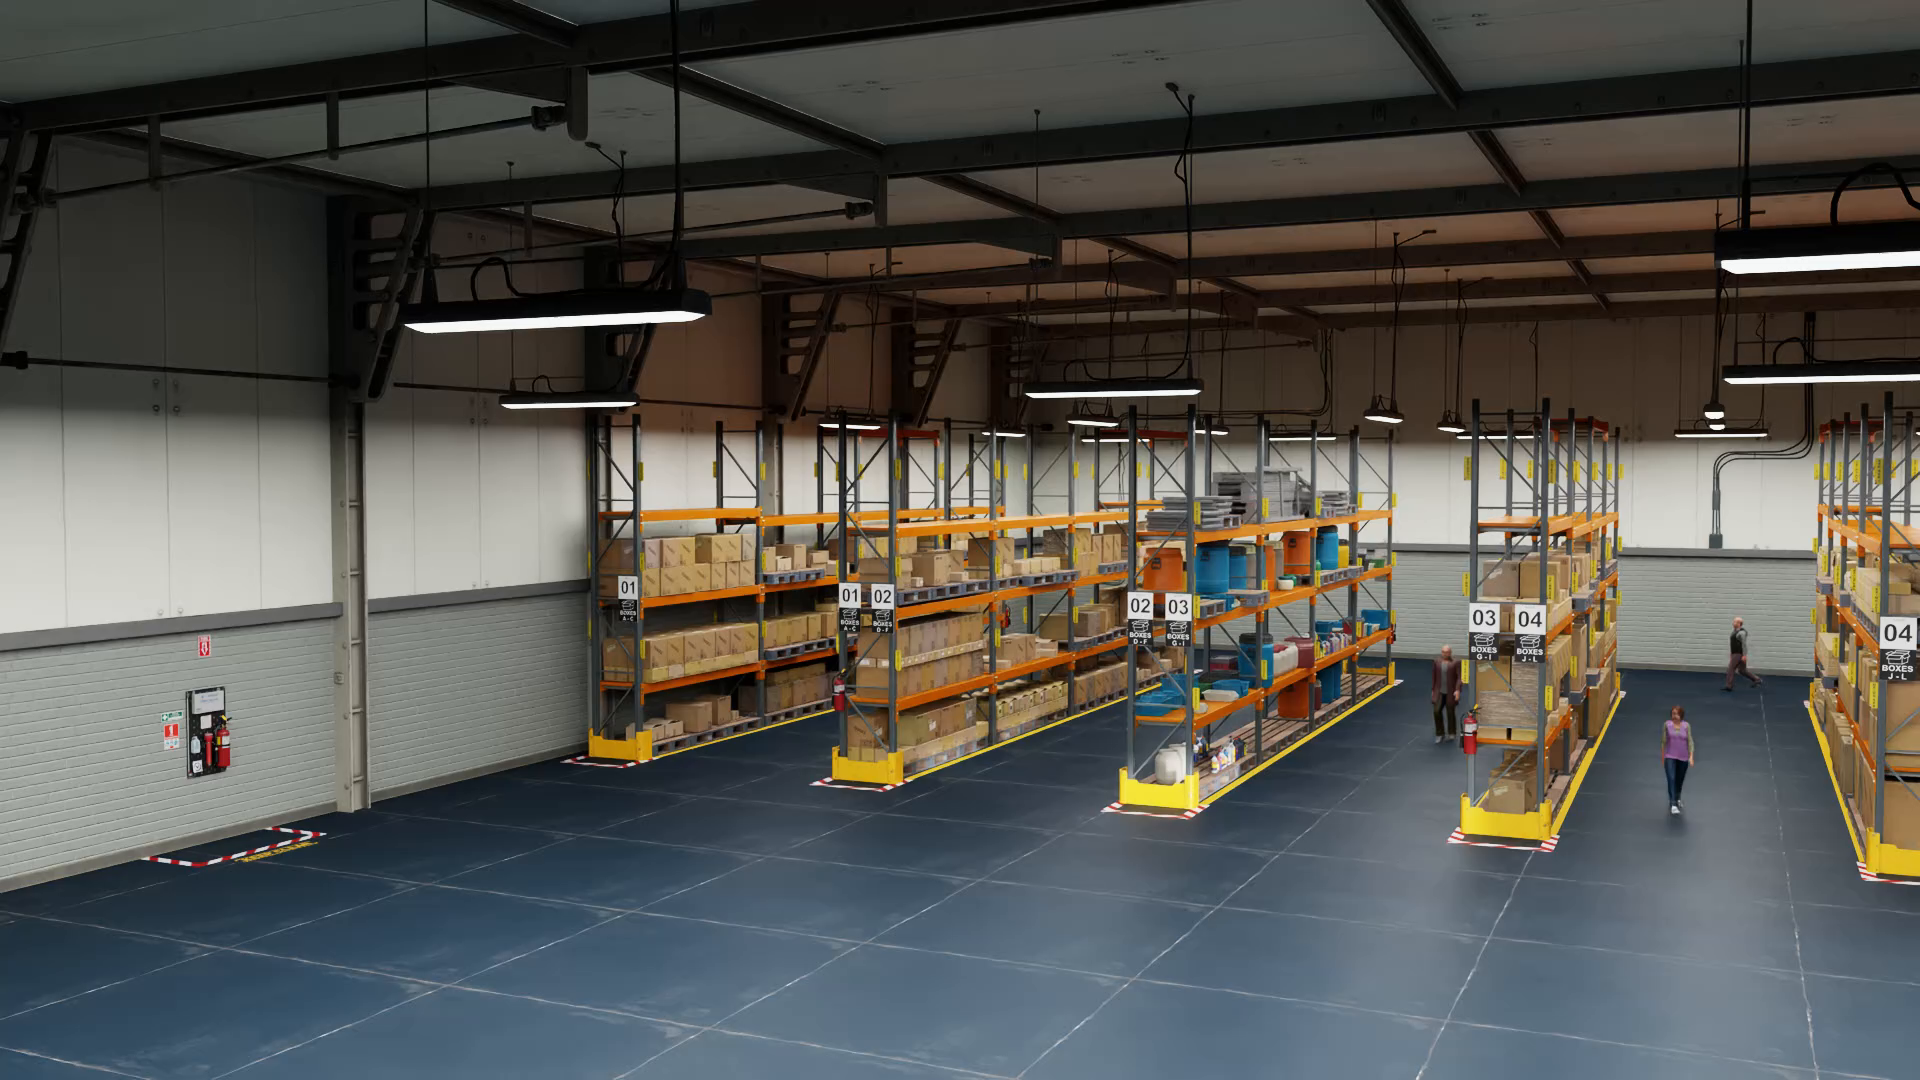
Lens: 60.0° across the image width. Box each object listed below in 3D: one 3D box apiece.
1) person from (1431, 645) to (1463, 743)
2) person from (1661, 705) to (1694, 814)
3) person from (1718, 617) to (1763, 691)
[{"bbox_3d":[9.034,2.868,30.878,0.631,1.845,0.595,2,3,34],"label":"person"},{"bbox_3d":[10.515,3.199,24.364,0.434,1.548,0.927,1,2,15],"label":"person"},{"bbox_3d":[17.761,2.600,37.810,0.964,1.689,0.548,1,2,18],"label":"person"}]
